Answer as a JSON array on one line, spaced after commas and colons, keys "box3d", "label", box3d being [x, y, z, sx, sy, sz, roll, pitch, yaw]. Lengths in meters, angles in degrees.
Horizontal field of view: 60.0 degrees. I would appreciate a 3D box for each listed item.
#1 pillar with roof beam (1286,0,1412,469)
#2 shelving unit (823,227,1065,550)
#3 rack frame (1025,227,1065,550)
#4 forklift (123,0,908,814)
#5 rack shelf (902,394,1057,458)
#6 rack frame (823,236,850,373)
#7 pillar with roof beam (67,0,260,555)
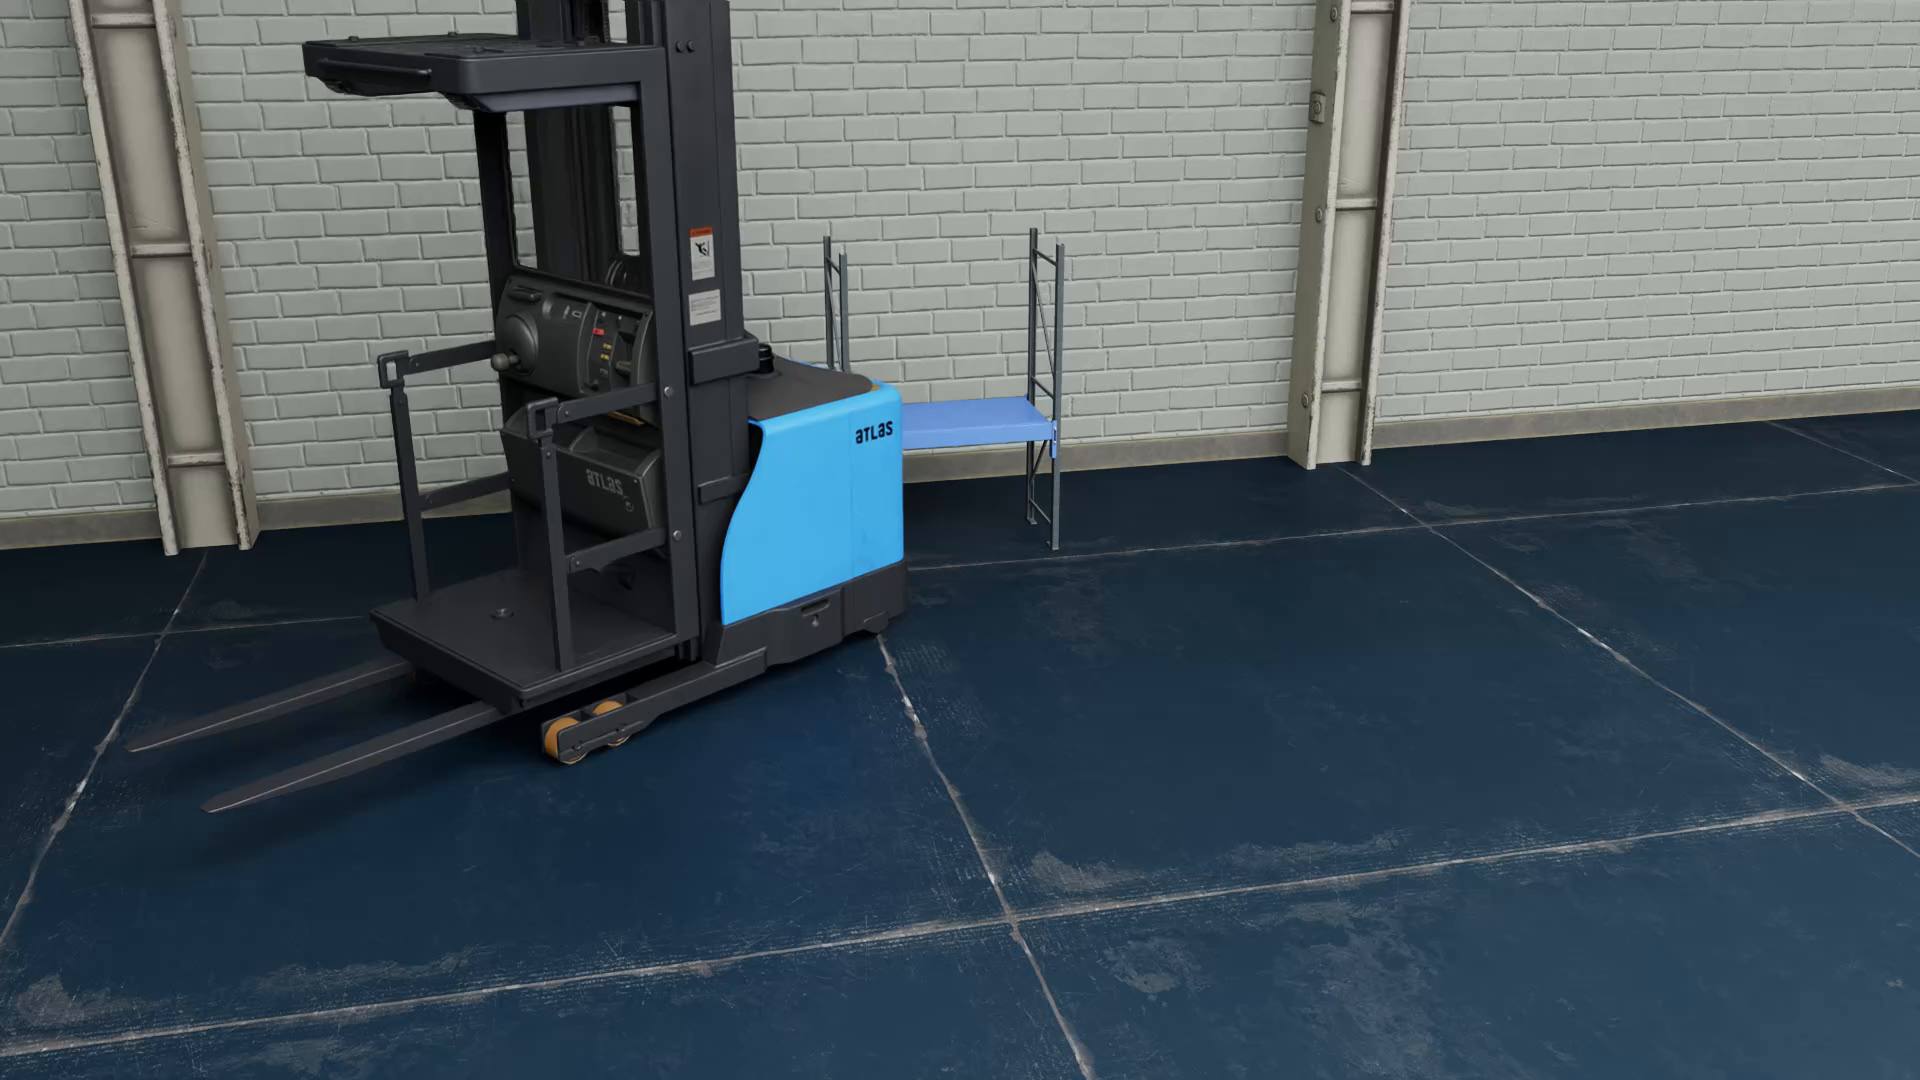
[{"box3d": [3.108, -3.251, 4.107, 0.400, 9.000, 9.100, -5, 21, -12], "label": "pillar with roof beam"}, {"box3d": [-0.083, -0.697, 8.038, 1.048, 1.500, 0.538, -5, 21, -12], "label": "shelving unit"}, {"box3d": [0.412, -0.738, 8.148, 0.032, 1.500, 0.500, -5, 21, -12], "label": "rack frame"}, {"box3d": [-1.603, -0.756, 6.116, 1.130, 2.935, 3.031, 18, 27, 40], "label": "forklift"}, {"box3d": [-0.083, -0.529, 8.100, 1.000, 0.185, 0.538, -5, 21, -12], "label": "rack shelf"}, {"box3d": [-0.578, -0.657, 7.928, 0.032, 1.500, 0.500, -5, 21, -12], "label": "rack frame"}, {"box3d": [-2.731, -2.776, 2.810, 0.400, 9.000, 9.100, -5, 21, -12], "label": "pillar with roof beam"}]
